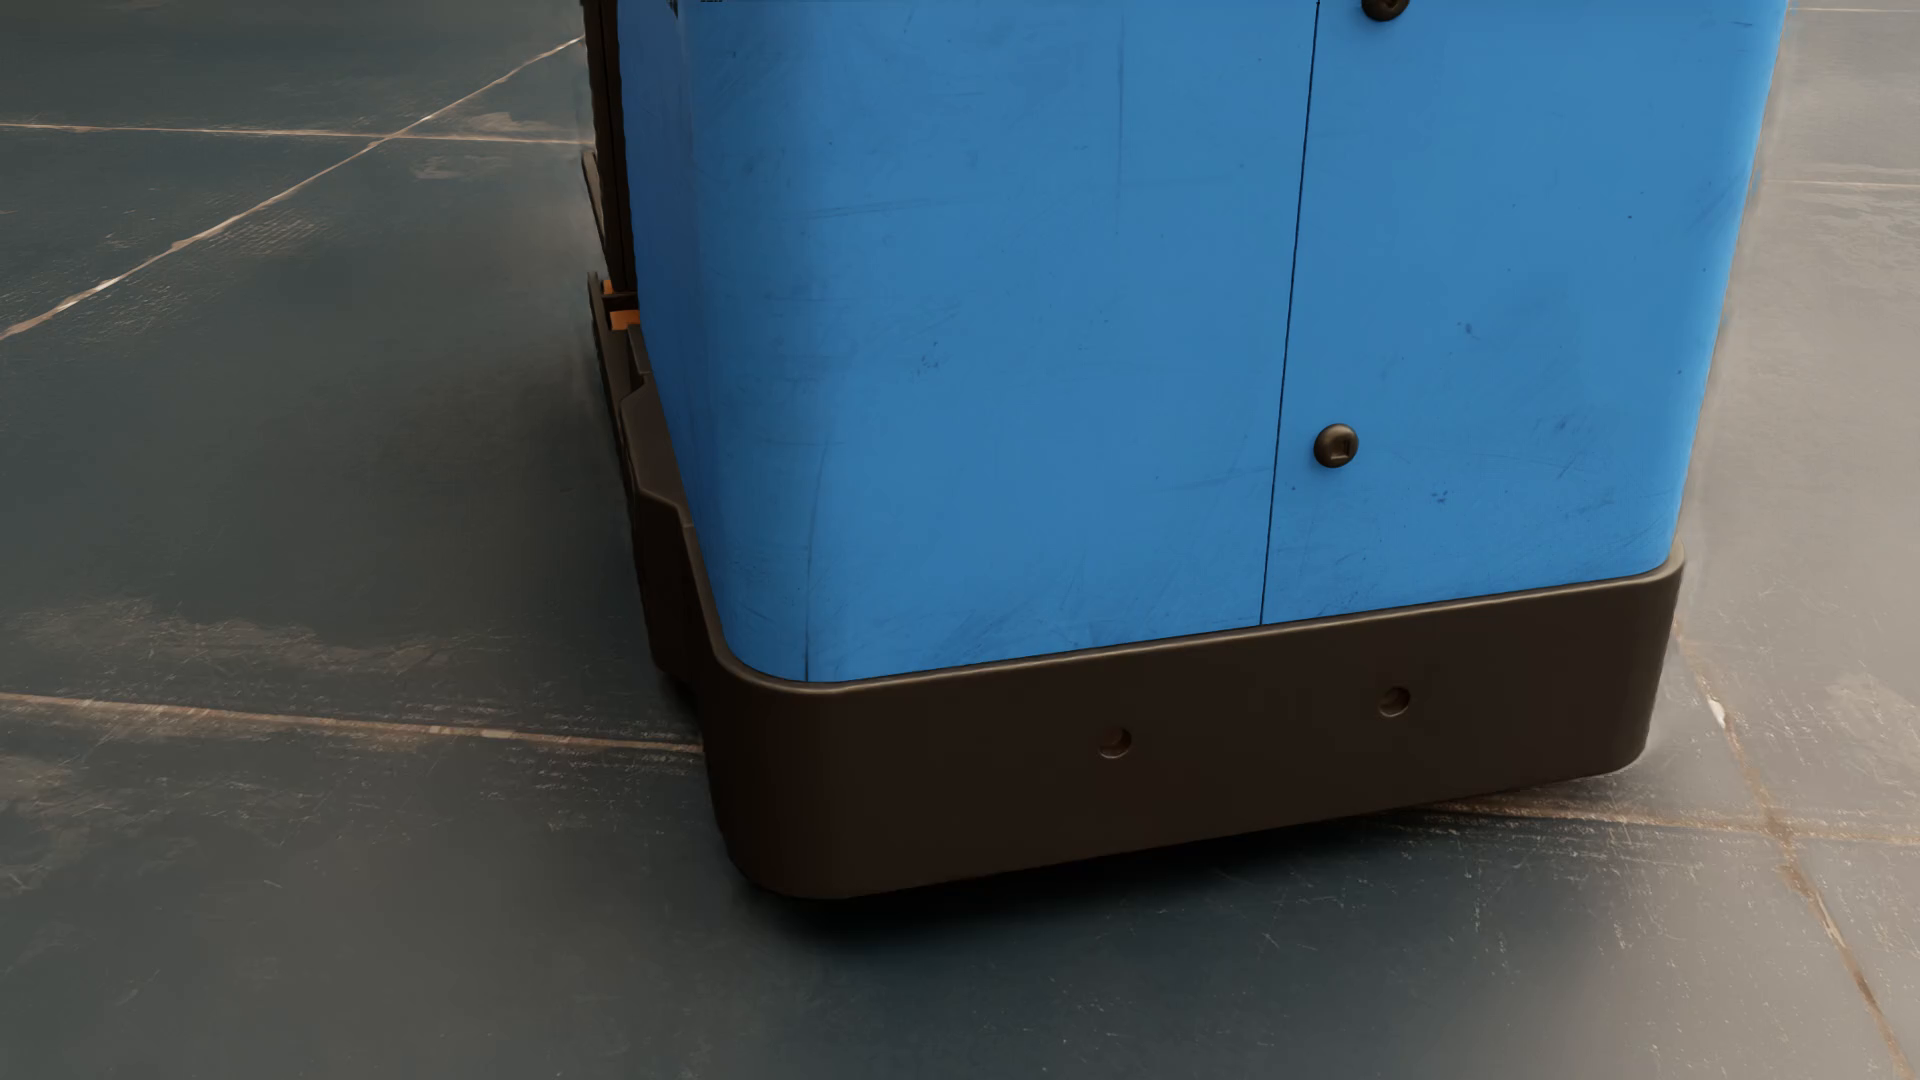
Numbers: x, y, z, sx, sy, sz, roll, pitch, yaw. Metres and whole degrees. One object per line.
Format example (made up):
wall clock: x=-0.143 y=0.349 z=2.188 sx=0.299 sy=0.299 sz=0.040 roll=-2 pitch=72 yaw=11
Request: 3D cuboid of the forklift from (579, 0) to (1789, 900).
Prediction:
forklift: x=-0.084 y=-1.596 z=2.417 sx=1.130 sy=2.935 sz=3.031 roll=-7 pitch=27 yaw=-13
